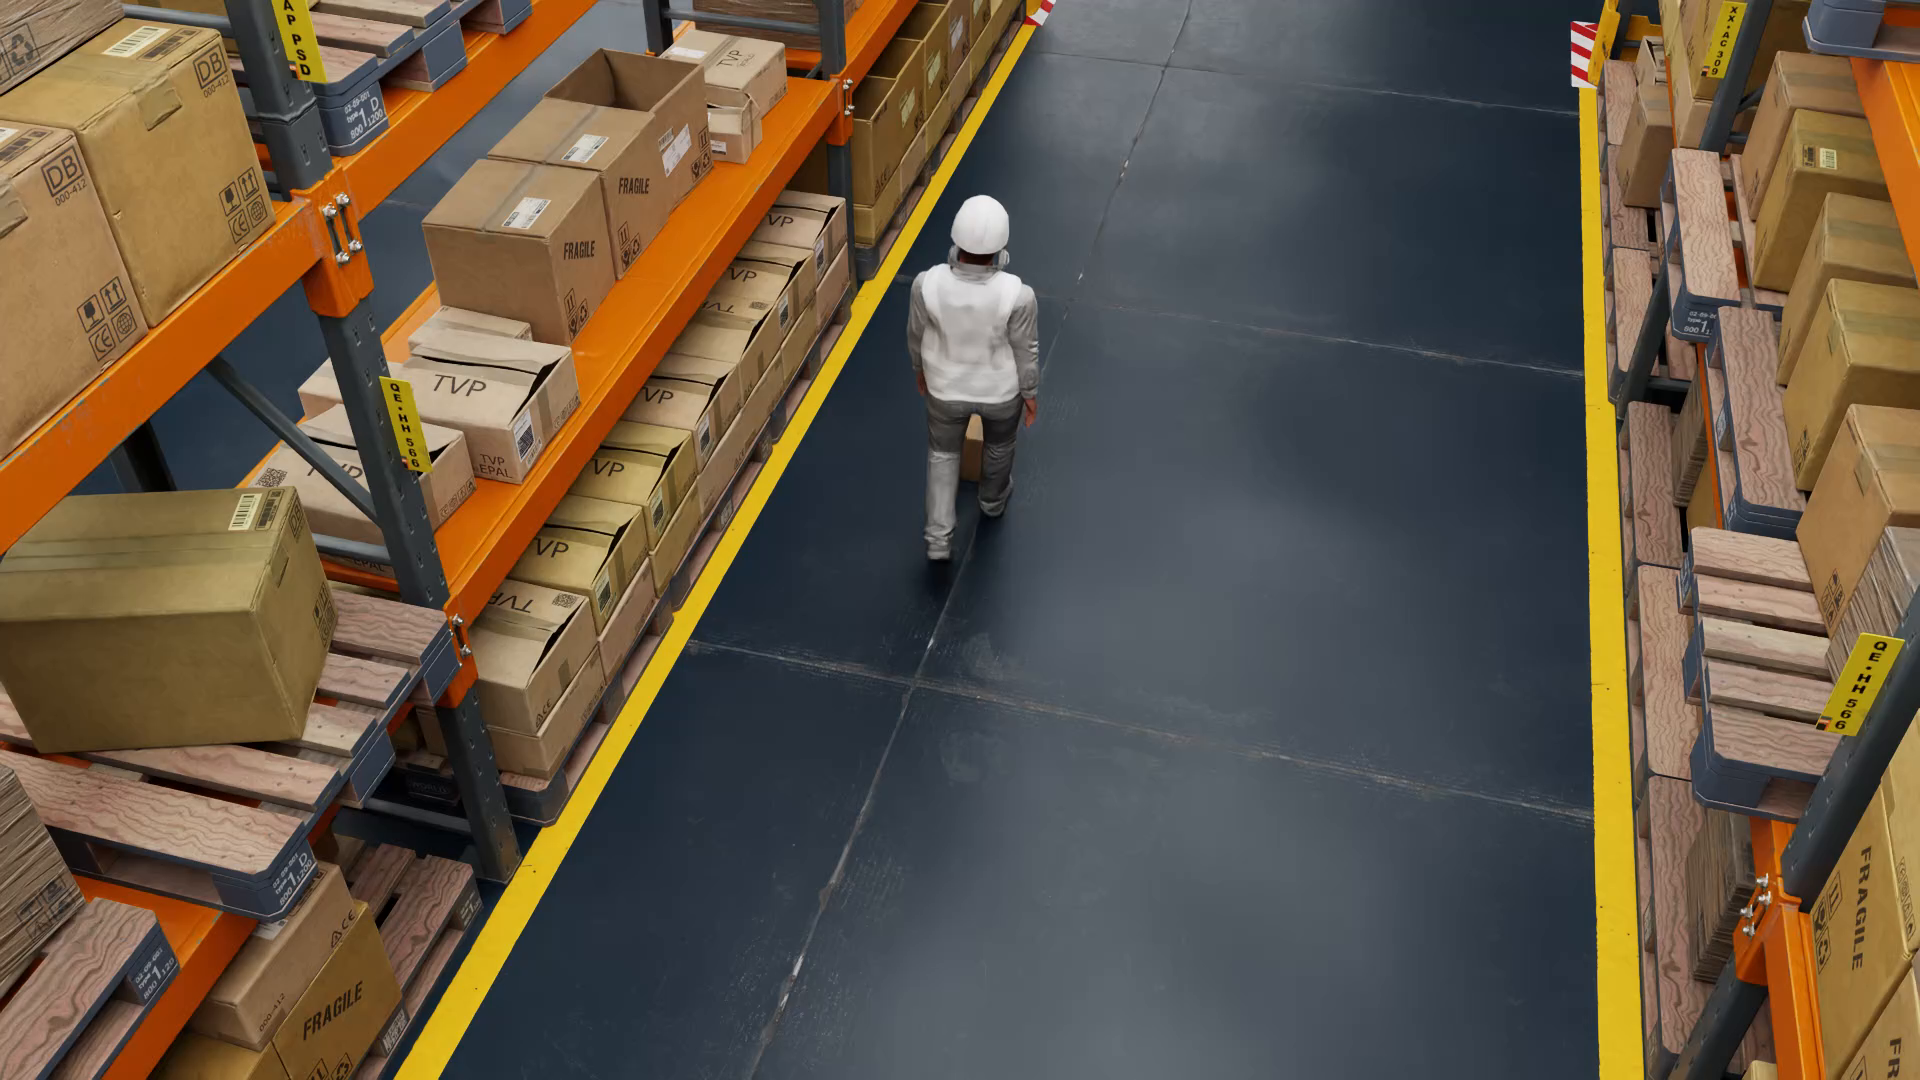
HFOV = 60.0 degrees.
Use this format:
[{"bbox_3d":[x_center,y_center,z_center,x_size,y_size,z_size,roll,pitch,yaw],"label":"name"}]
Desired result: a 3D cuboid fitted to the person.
[{"bbox_3d":[0.061,-0.691,6.942,0.549,1.748,0.826,5,41,6],"label":"person"}]
